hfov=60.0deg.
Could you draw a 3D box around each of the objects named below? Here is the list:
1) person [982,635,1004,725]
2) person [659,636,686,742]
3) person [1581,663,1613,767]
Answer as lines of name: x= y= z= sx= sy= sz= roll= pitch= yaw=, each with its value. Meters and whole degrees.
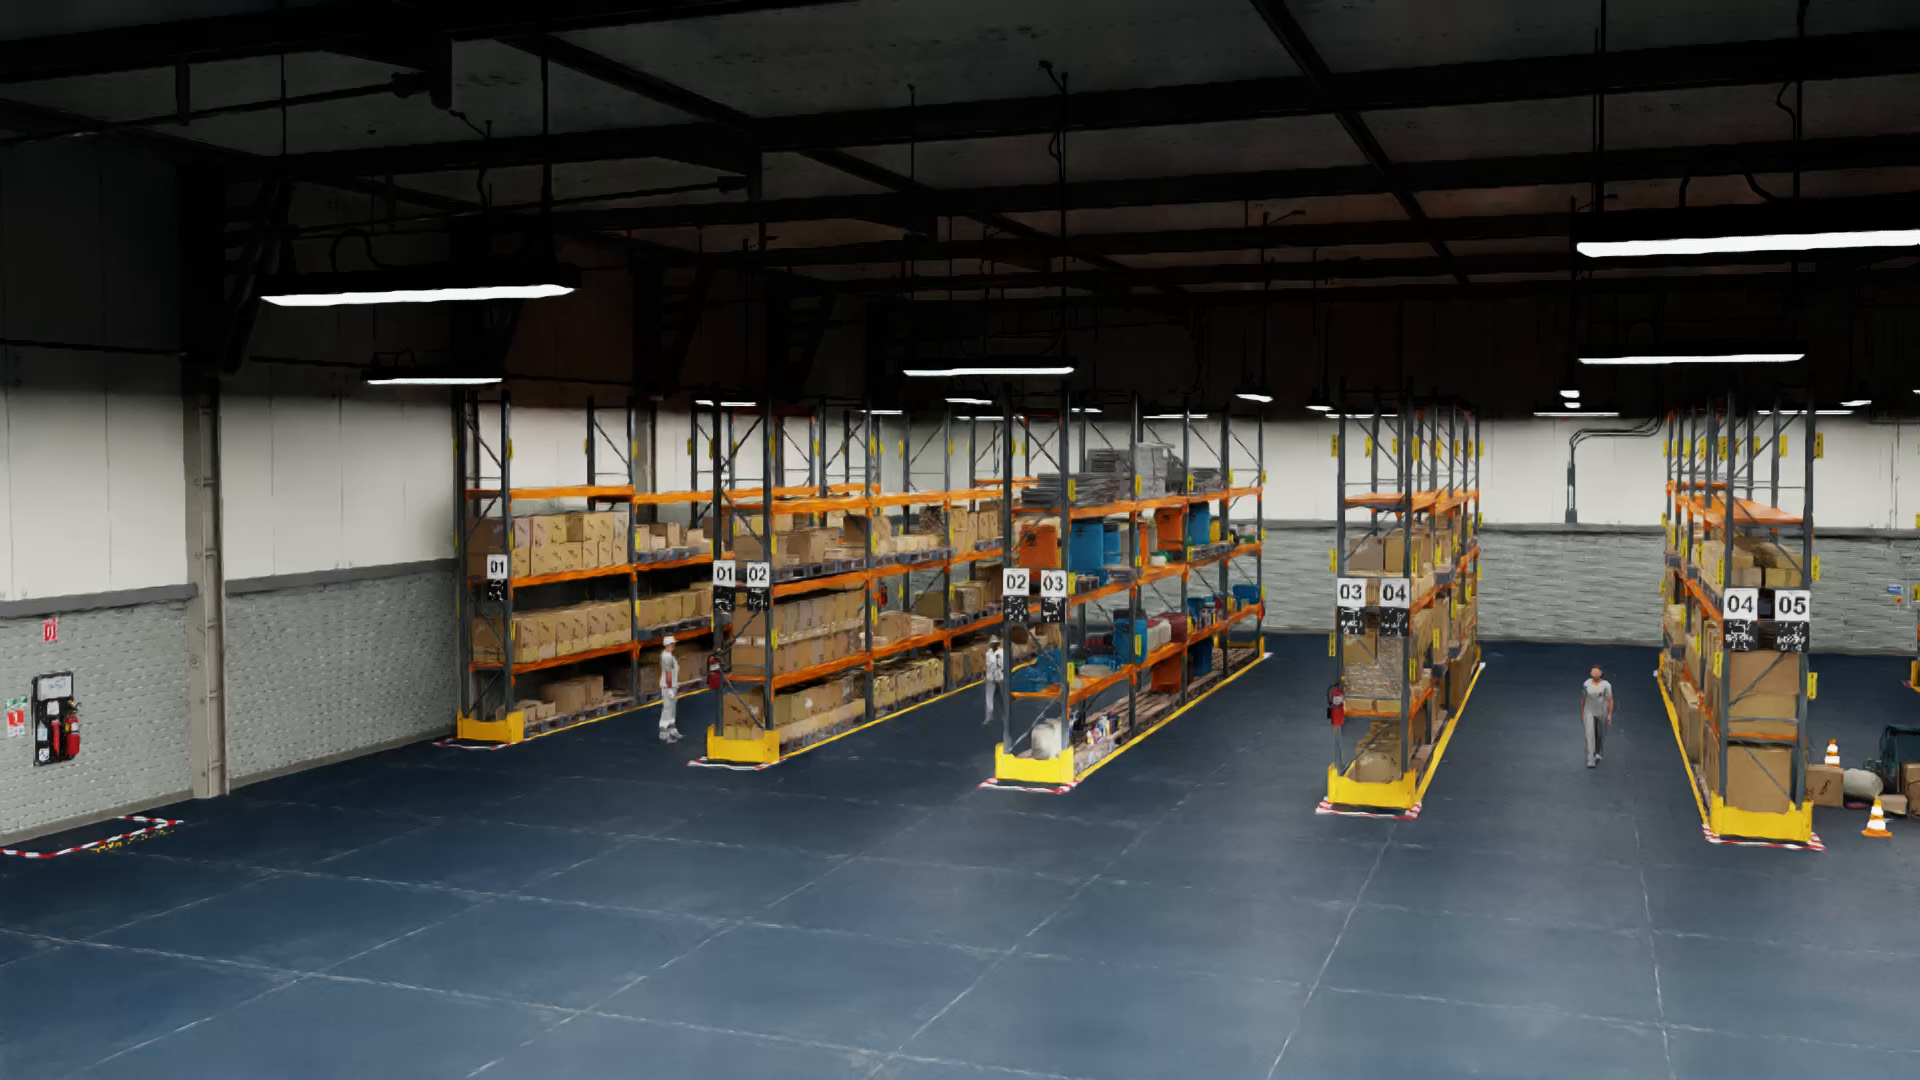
person: x=0.677 y=2.521 z=30.162 sx=0.463 sy=1.625 sz=0.989 roll=1 pitch=3 yaw=19
person: x=-4.914 y=2.527 z=28.392 sx=0.442 sy=1.792 sz=0.606 roll=-1 pitch=3 yaw=-10
person: x=10.047 y=2.747 z=26.220 sx=0.455 sy=1.610 sz=1.019 roll=1 pitch=3 yaw=20
